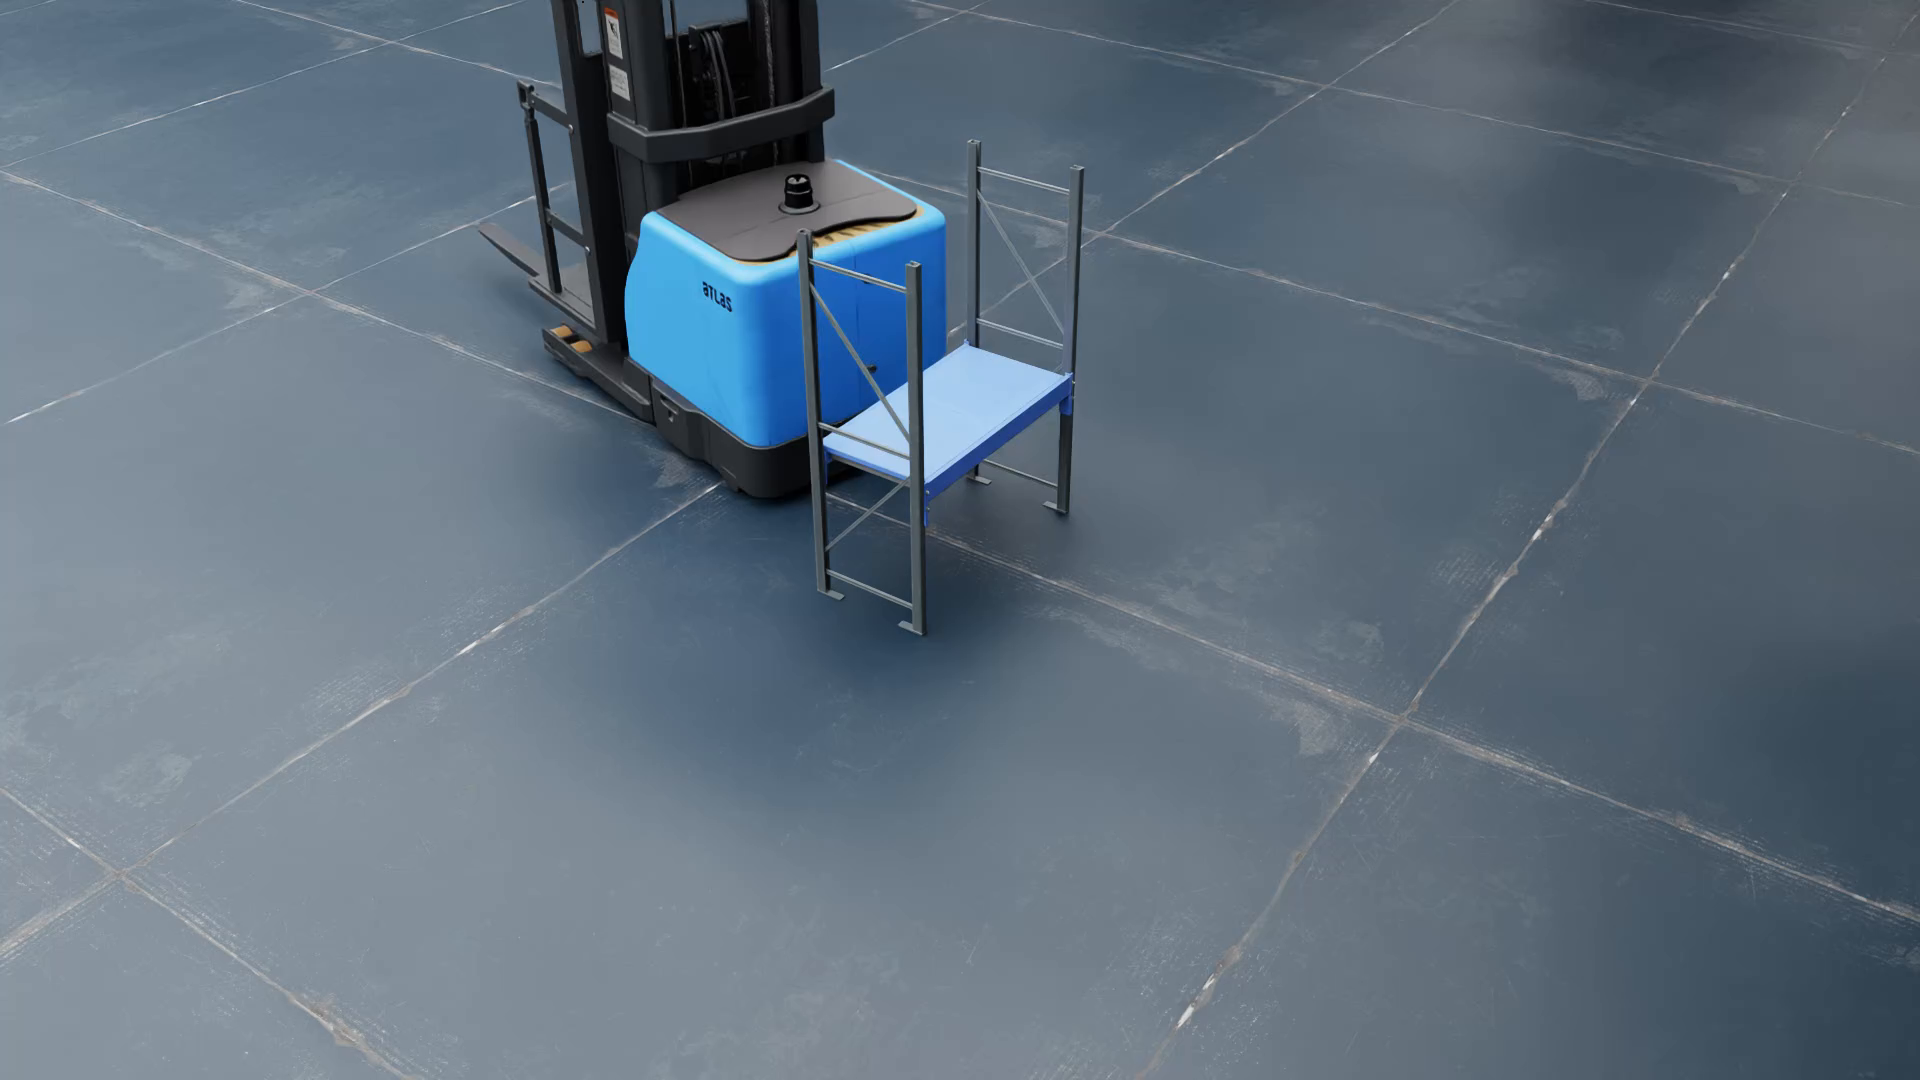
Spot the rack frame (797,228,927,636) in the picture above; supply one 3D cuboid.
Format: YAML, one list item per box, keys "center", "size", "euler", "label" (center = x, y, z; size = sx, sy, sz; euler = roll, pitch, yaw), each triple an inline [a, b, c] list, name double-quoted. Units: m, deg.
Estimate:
- center: [-0.338, -0.348, 5.926]
  size: [0.500, 1.500, 0.032]
  euler: [21, 39, 28]
  label: "rack frame"

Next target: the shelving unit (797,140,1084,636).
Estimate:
- center: [-0.049, -0.582, 6.272]
  size: [0.538, 1.500, 1.048]
  euler: [21, 39, 28]
  label: "shelving unit"

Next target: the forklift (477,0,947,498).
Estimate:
- center: [-1.353, -2.148, 7.310]
  size: [1.130, 2.935, 3.031]
  euler: [-24, 41, -31]
  label: "forklift"

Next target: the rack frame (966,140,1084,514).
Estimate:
- center: [0.241, -0.816, 6.618]
  size: [0.500, 1.500, 0.032]
  euler: [21, 39, 28]
  label: "rack frame"

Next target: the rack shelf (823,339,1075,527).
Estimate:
- center: [-0.049, -0.433, 6.373]
  size: [0.538, 0.185, 1.000]
  euler: [21, 39, 28]
  label: "rack shelf"
